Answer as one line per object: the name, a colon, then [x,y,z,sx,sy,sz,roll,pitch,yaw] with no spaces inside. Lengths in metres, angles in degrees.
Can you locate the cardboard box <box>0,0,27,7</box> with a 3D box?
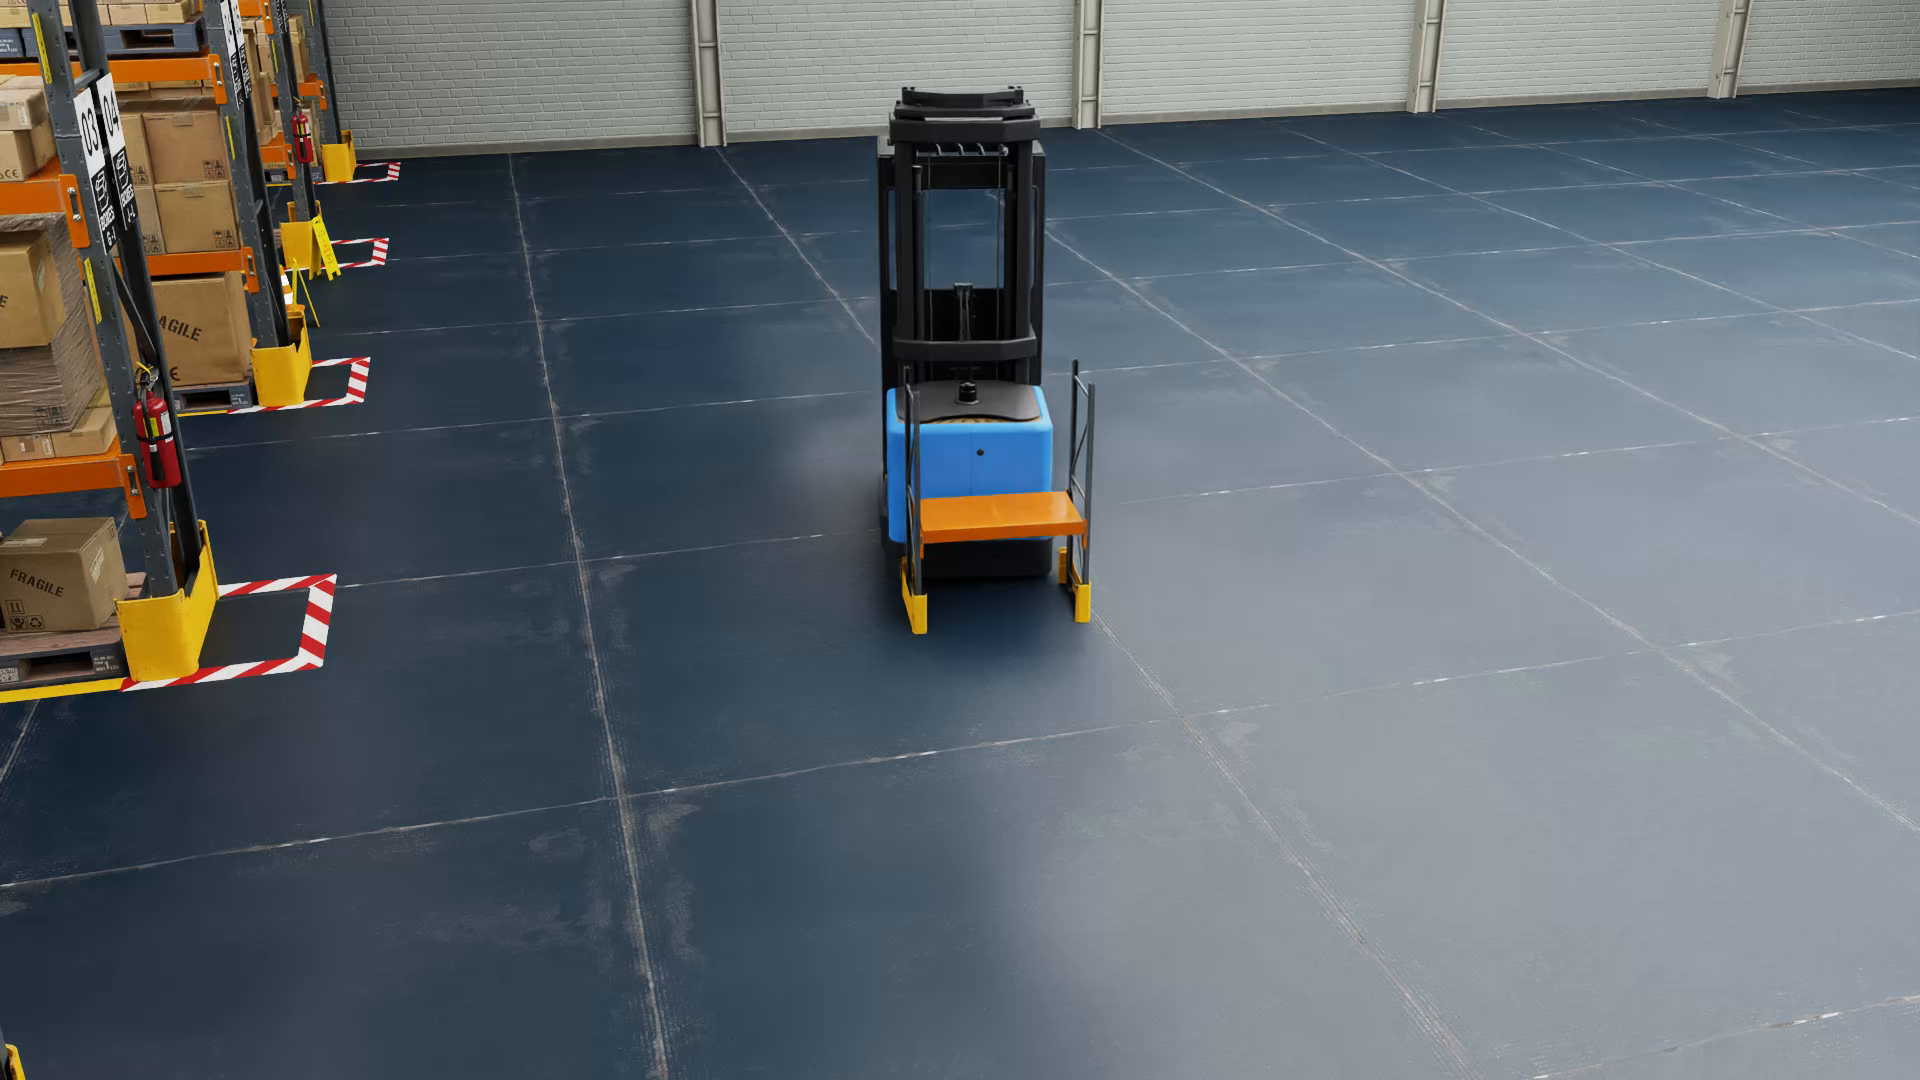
cardboard box: [-7.199,-4.132,12.426,0.500,0.250,0.500,-6,24,-15]

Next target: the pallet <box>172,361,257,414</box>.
pallet: [-6.586,-1.315,14.048,1.213,0.211,1.003,-6,24,-14]

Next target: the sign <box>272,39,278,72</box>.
sign: [-7.142,-5.045,17.334,0.005,0.325,0.100,-6,24,-14]

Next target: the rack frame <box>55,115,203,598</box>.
rack frame: [-4.595,-0.818,9.352,0.127,3.000,1.000,-6,24,-14]

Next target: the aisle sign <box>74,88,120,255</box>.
aisle sign: [-4.455,-1.905,8.589,0.004,0.787,0.394,-6,24,-14]

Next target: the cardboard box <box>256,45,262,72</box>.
cardboard box: [-9.521,-6.306,22.016,0.500,0.500,0.500,-6,24,-13]

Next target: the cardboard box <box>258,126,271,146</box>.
cardboard box: [-7.574,-4.344,17.888,0.250,0.149,0.380,-5,24,-13]

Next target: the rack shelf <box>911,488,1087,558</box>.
rack shelf: [0.222,-0.105,10.050,1.000,0.185,0.538,-3,23,-8]

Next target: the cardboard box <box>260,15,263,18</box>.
cardboard box: [-9.271,-6.986,22.400,0.250,0.149,0.380,-5,24,-13]

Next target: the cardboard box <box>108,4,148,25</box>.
cardboard box: [-6.309,-4.023,12.677,0.250,0.149,0.380,-6,24,-14]

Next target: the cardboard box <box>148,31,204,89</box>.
cardboard box: [-8.194,-5.034,17.406,0.500,0.500,0.700,-6,24,-14]

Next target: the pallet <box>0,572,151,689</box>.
pallet: [-5.460,0.545,9.712,1.213,0.211,1.003,-6,24,-14]

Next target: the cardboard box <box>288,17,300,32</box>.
cardboard box: [-8.904,-6.827,22.030,0.250,0.149,0.380,-6,24,-14]

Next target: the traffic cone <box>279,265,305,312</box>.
traffic cone: [-6.710,-2.494,16.475,0.334,0.463,0.336,-6,24,-14]

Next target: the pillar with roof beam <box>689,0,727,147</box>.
pillar with roof beam: [-2.591,-8.494,19.633,0.400,9.000,9.100,-6,24,-14]

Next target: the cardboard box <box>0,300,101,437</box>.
cardboard box: [-5.132,-0.952,9.161,0.500,0.500,0.875,-6,24,-14]

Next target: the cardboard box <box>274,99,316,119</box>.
cardboard box: [-9.130,-5.874,22.822,0.500,0.250,0.500,-7,24,-15]

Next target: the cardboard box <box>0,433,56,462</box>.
cardboard box: [-5.055,-0.567,9.086,0.250,0.149,0.380,-6,24,-14]

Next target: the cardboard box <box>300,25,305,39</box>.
cardboard box: [-9.013,-6.871,22.509,0.250,0.149,0.380,-7,24,-16]

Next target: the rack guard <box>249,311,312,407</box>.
rack guard: [-5.815,-1.565,14.264,0.348,0.500,1.175,-6,24,-14]

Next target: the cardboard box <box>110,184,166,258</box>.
cardboard box: [-6.706,-2.657,13.448,0.550,0.550,0.875,-6,24,-14]

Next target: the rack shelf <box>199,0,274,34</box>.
rack shelf: [-9.198,-5.415,17.174,4.000,0.370,1.077,-6,24,-14]

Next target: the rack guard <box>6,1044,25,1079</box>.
rack guard: [-3.318,2.237,5.402,0.348,0.500,1.175,-6,24,-14]

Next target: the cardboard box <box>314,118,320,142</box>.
cardboard box: [-9.125,-5.652,22.939,0.500,0.250,0.500,-6,24,-13]

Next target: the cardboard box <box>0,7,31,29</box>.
cardboard box: [-7.047,-3.941,12.486,0.250,0.149,0.380,-7,24,-15]

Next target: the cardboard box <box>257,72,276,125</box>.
cardboard box: [-7.803,-4.818,18.170,0.500,0.500,0.500,-7,24,-15]

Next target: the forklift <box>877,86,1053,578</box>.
forklift: [-0.001,-1.644,11.365,1.130,2.935,3.031,-1,23,-2]

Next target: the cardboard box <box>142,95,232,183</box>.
cardboard box: [-6.205,-3.252,13.465,0.550,0.550,0.875,-6,24,-14]

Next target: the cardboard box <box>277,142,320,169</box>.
cardboard box: [-8.984,-5.224,22.574,0.500,0.250,0.500,-6,24,-14]

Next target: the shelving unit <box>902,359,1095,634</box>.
shelving unit: [0.213,-0.270,9.978,1.083,1.500,0.587,-3,23,-8]

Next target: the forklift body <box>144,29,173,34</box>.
forklift body: [-9.950,-5.180,20.594,1.214,2.155,2.313,-6,24,-14]

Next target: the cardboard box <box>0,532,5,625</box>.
cardboard box: [-5.767,0.275,9.443,0.500,0.500,0.500,0,23,0]

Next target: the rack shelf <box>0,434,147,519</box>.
rack shelf: [-6.521,-0.274,8.997,4.000,0.370,1.077,-6,24,-14]

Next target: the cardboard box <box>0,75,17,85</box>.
cardboard box: [-5.199,-2.378,8.869,0.250,0.149,0.380,-6,24,-13]

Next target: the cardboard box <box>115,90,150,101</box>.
cardboard box: [-8.686,-4.497,17.422,0.500,0.500,0.500,-6,24,-15]

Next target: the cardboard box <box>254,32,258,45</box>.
cardboard box: [-9.379,-6.622,21.930,0.250,0.149,0.380,-6,24,-13]

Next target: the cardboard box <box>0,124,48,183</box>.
cardboard box: [-4.991,-1.979,8.445,0.500,0.250,0.500,-6,24,-13]

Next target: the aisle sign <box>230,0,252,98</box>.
aisle sign: [-5.850,-4.028,13.536,0.004,0.787,0.394,-6,24,-14]

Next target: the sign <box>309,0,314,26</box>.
sign: [-8.483,-6.898,21.753,0.005,0.325,0.100,-6,24,-14]

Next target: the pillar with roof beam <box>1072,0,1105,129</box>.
pillar with roof beam: [3.186,-9.133,21.123,0.400,9.000,9.100,-6,24,-14]

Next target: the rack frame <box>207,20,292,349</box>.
rack frame: [-5.838,-2.712,13.765,0.127,3.000,1.000,-6,24,-14]
